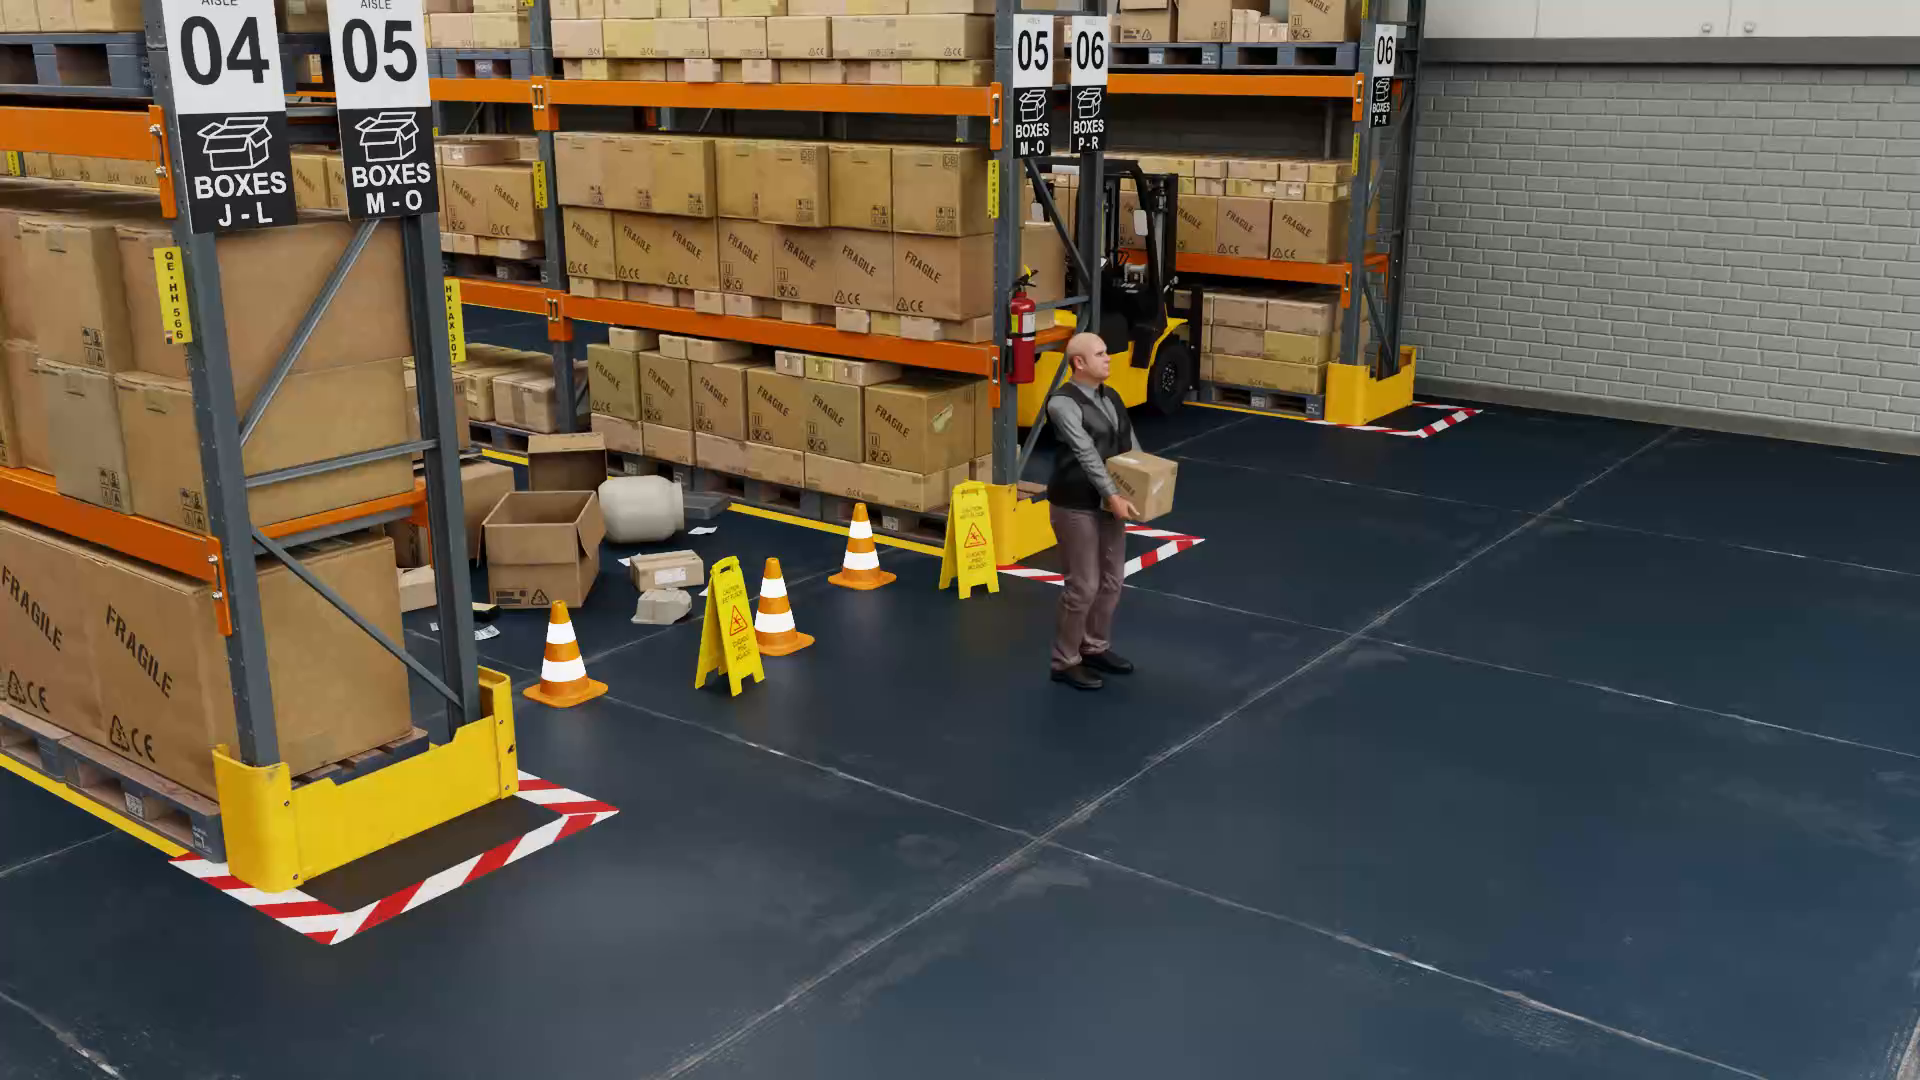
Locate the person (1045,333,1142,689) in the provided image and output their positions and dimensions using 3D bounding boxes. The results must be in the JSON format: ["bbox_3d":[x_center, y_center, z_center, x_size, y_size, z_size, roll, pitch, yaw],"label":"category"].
[{"bbox_3d":[0.714,-0.139,8.067,0.549,1.712,0.494,12,20,36],"label":"person"}]
